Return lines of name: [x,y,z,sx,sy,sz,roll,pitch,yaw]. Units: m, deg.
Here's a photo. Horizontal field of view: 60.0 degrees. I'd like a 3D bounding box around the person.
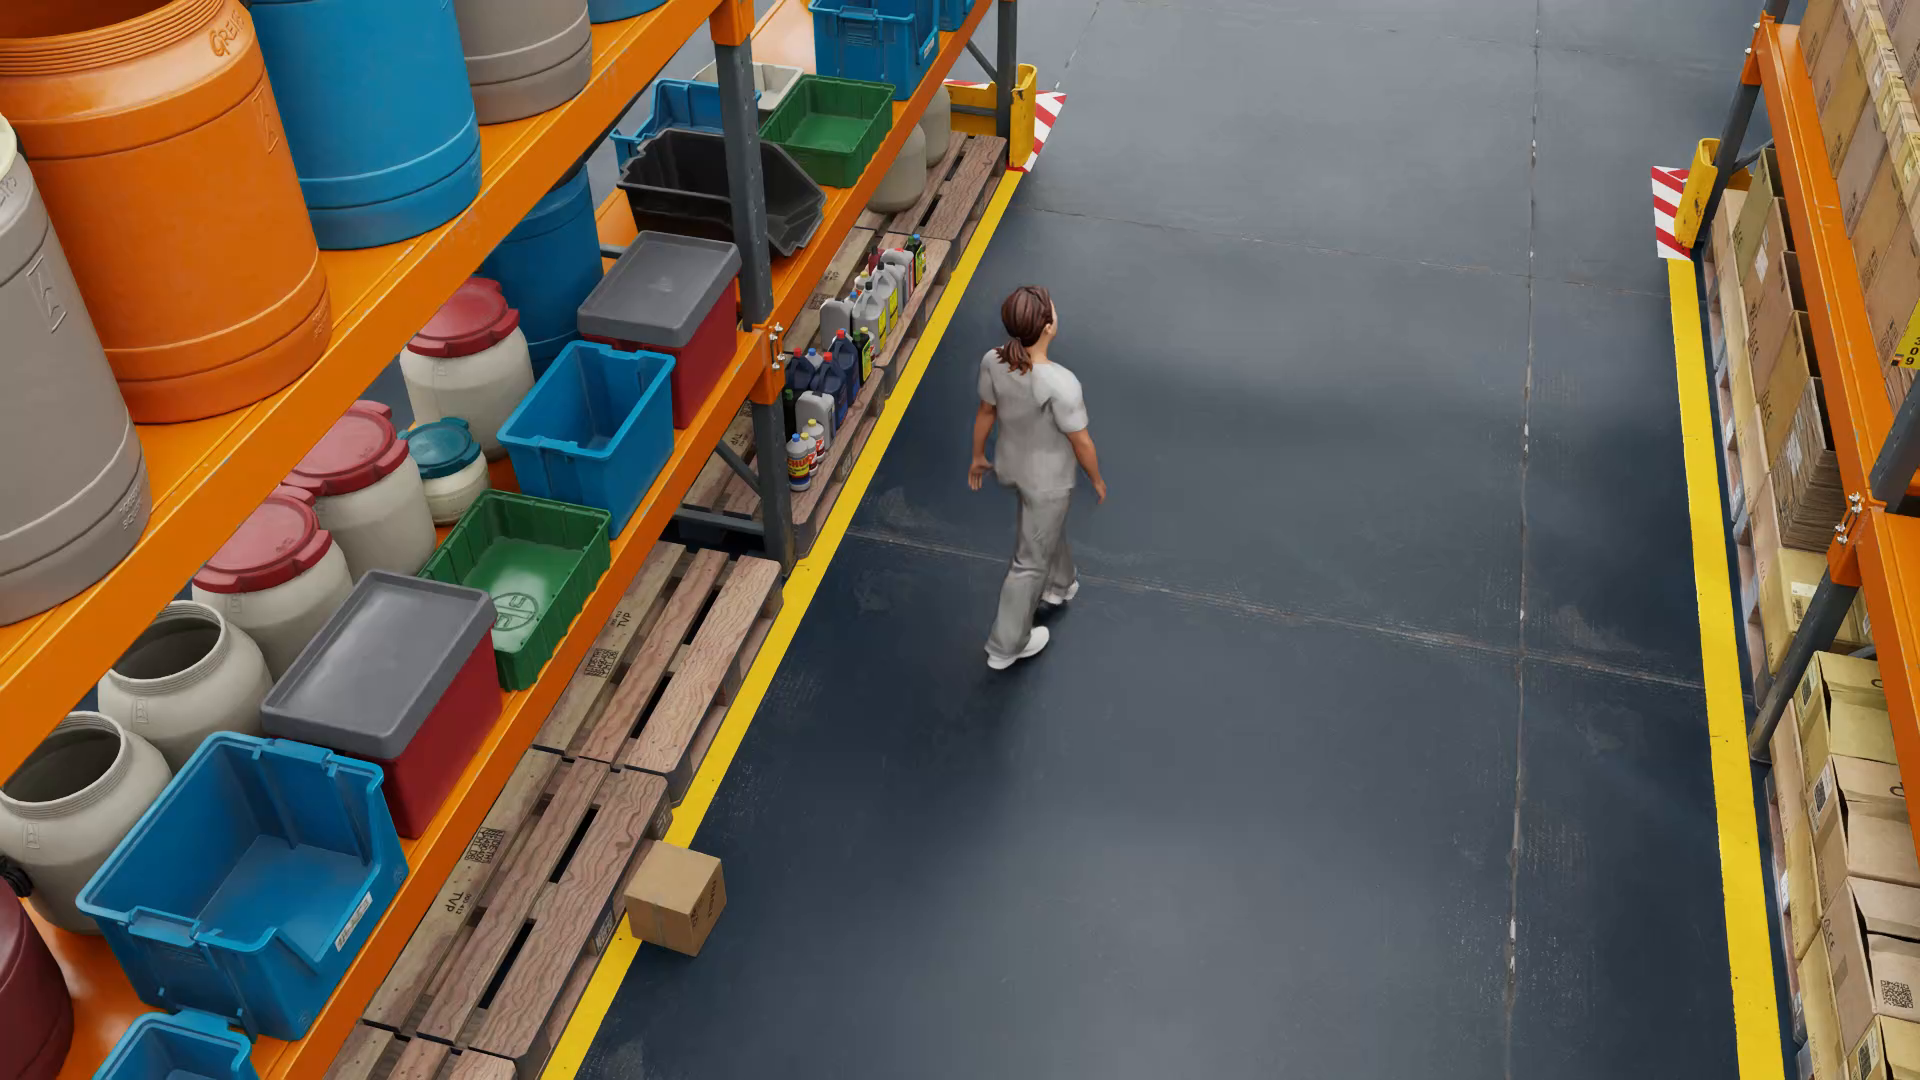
person: [0.317,-0.252,6.475,0.501,1.719,0.691,33,51,32]
